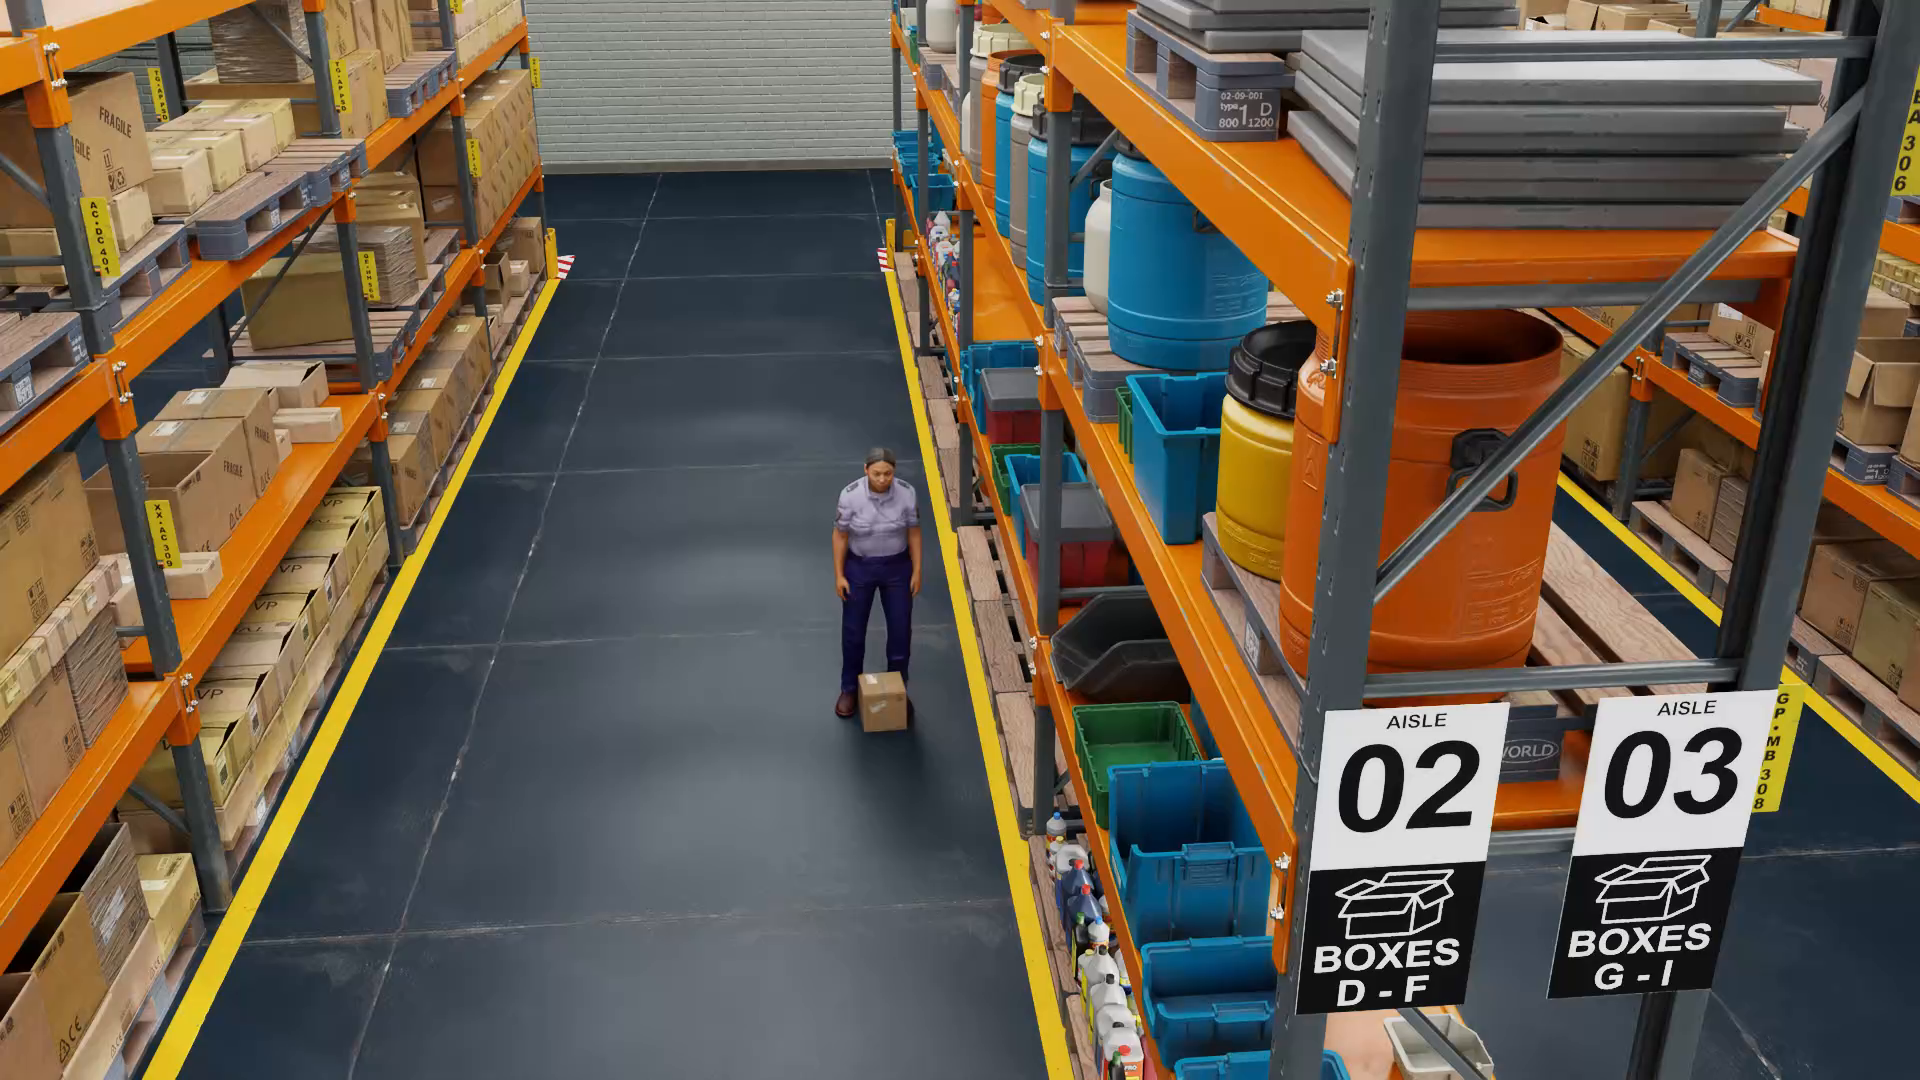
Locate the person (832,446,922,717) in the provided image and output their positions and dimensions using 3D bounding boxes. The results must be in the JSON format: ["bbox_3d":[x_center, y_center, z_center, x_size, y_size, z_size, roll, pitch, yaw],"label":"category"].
[{"bbox_3d":[-0.479,0.221,9.614,0.544,1.651,0.424,-3,24,-7],"label":"person"}]
